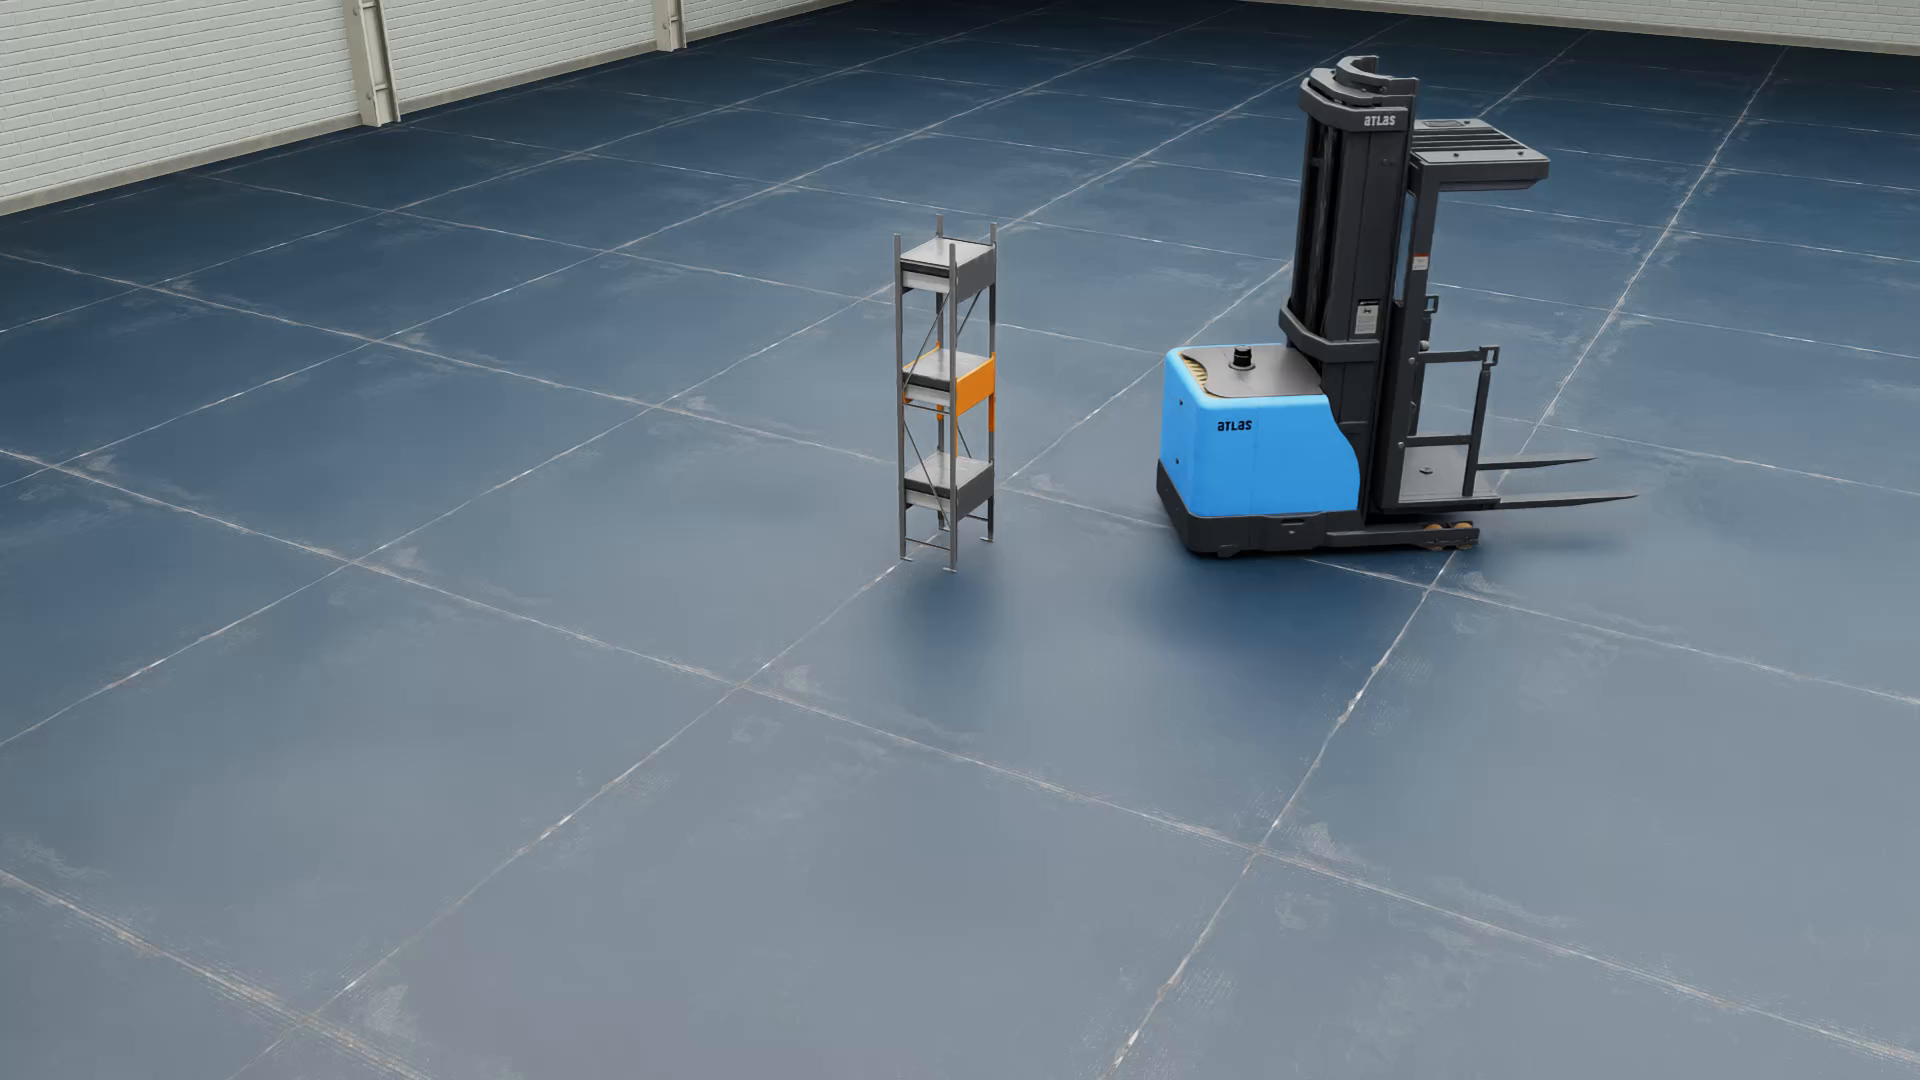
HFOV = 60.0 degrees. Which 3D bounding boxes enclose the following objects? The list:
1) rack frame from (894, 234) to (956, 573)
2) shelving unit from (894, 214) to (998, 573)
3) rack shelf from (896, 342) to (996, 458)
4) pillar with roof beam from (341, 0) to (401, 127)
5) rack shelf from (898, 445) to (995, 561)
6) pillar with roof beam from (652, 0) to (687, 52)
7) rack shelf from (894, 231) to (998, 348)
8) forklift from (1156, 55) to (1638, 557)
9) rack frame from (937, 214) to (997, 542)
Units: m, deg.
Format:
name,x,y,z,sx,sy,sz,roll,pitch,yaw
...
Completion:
name,x,y,z,sx,sy,sz,roll,pitch,yaw
rack frame,-0.201,-0.779,9.961,0.400,2.100,0.015,14,30,26
shelving unit,-0.081,-0.874,10.151,0.431,2.100,0.503,14,30,26
rack shelf,-0.081,-0.862,10.157,0.431,0.518,0.480,14,30,26
pillar with roof beam,-3.760,-8.491,17.660,9.100,9.000,0.400,14,30,26
rack shelf,-0.081,-0.236,10.471,0.431,0.518,0.480,14,30,26
pillar with roof beam,-0.809,-10.830,22.331,9.100,9.000,0.400,14,30,26
rack shelf,-0.081,-1.488,9.844,0.431,0.518,0.480,14,30,26
forklift,2.883,-1.474,10.420,3.031,2.935,1.130,-3,27,-6
rack frame,0.039,-0.970,10.341,0.400,2.100,0.015,14,30,26
